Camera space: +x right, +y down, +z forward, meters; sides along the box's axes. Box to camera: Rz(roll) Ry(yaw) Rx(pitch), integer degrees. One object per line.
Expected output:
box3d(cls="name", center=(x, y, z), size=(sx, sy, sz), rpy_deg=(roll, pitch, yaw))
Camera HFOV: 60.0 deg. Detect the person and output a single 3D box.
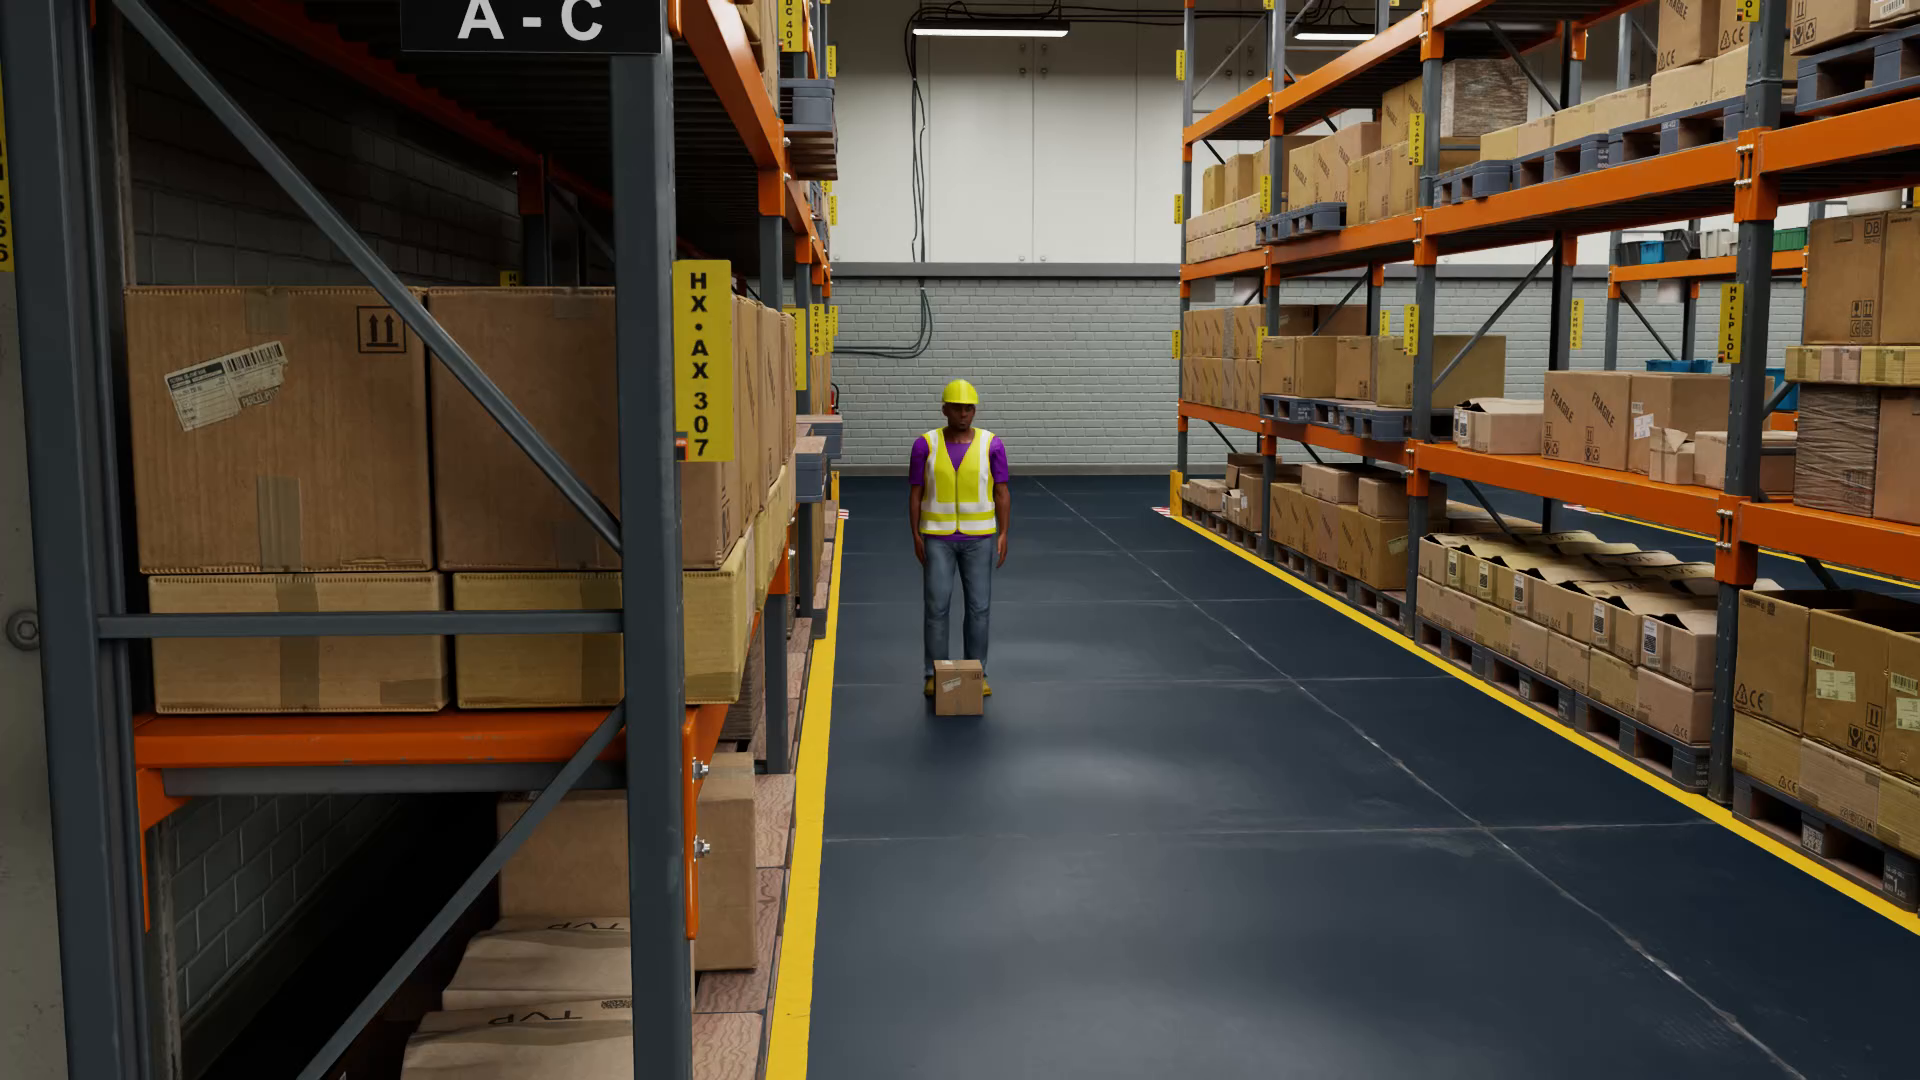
box3d(cls="person", center=(-0.002, -0.014, 9.289), size=(0.568, 1.765, 0.371), rpy_deg=(0, 7, -2))
